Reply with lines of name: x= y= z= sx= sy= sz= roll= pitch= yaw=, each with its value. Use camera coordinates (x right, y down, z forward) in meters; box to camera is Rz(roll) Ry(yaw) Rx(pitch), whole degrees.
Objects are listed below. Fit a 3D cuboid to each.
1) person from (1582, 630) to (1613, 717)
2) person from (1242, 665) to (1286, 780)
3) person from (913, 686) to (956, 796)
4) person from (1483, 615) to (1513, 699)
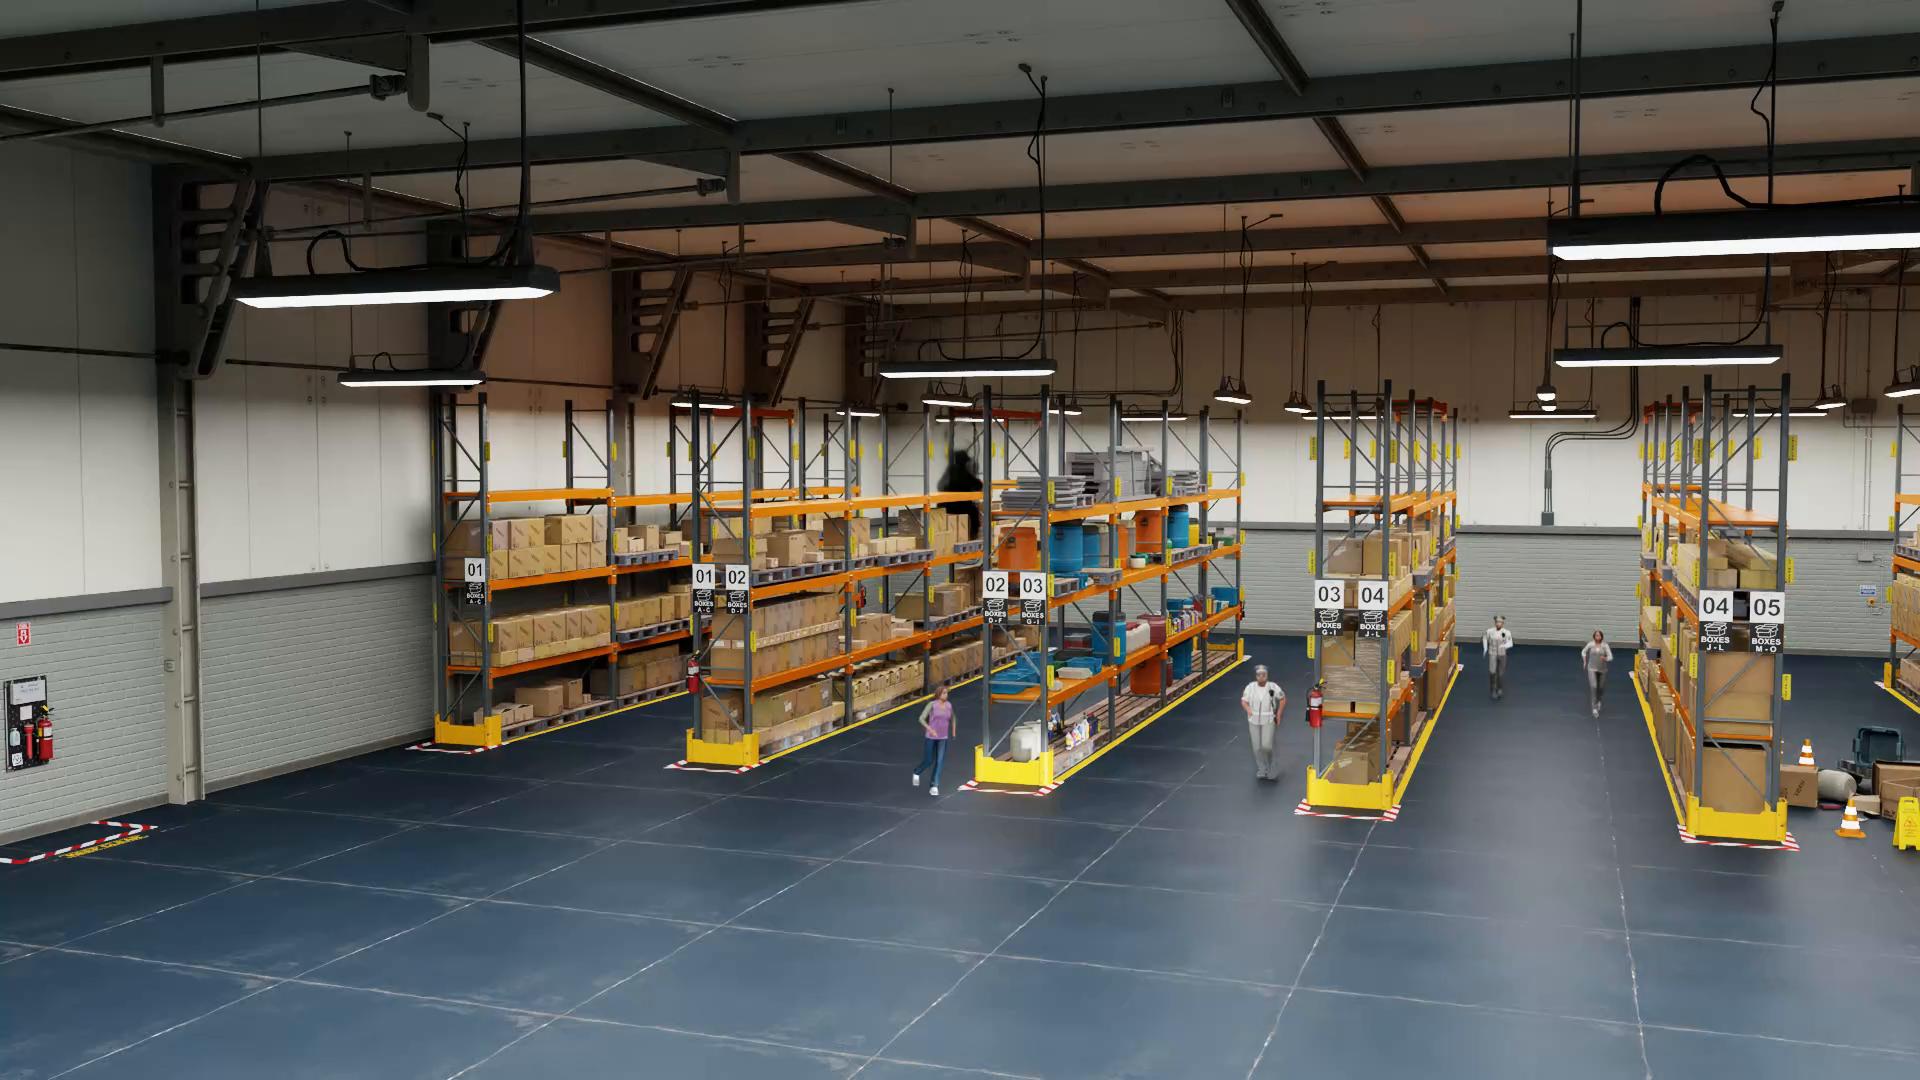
person: x=12.092 y=2.500 z=31.560 sx=0.531 sy=1.596 sz=0.878 roll=1 pitch=3 yaw=15
person: x=4.597 y=2.780 z=25.339 sx=0.639 sy=1.762 sz=0.676 roll=1 pitch=3 yaw=22
person: x=-0.320 y=2.919 z=24.449 sx=0.608 sy=1.566 sz=0.739 roll=-1 pitch=3 yaw=-24
person: x=10.895 y=2.369 z=33.695 sx=0.572 sy=1.714 sz=0.783 roll=1 pitch=3 yaw=17
